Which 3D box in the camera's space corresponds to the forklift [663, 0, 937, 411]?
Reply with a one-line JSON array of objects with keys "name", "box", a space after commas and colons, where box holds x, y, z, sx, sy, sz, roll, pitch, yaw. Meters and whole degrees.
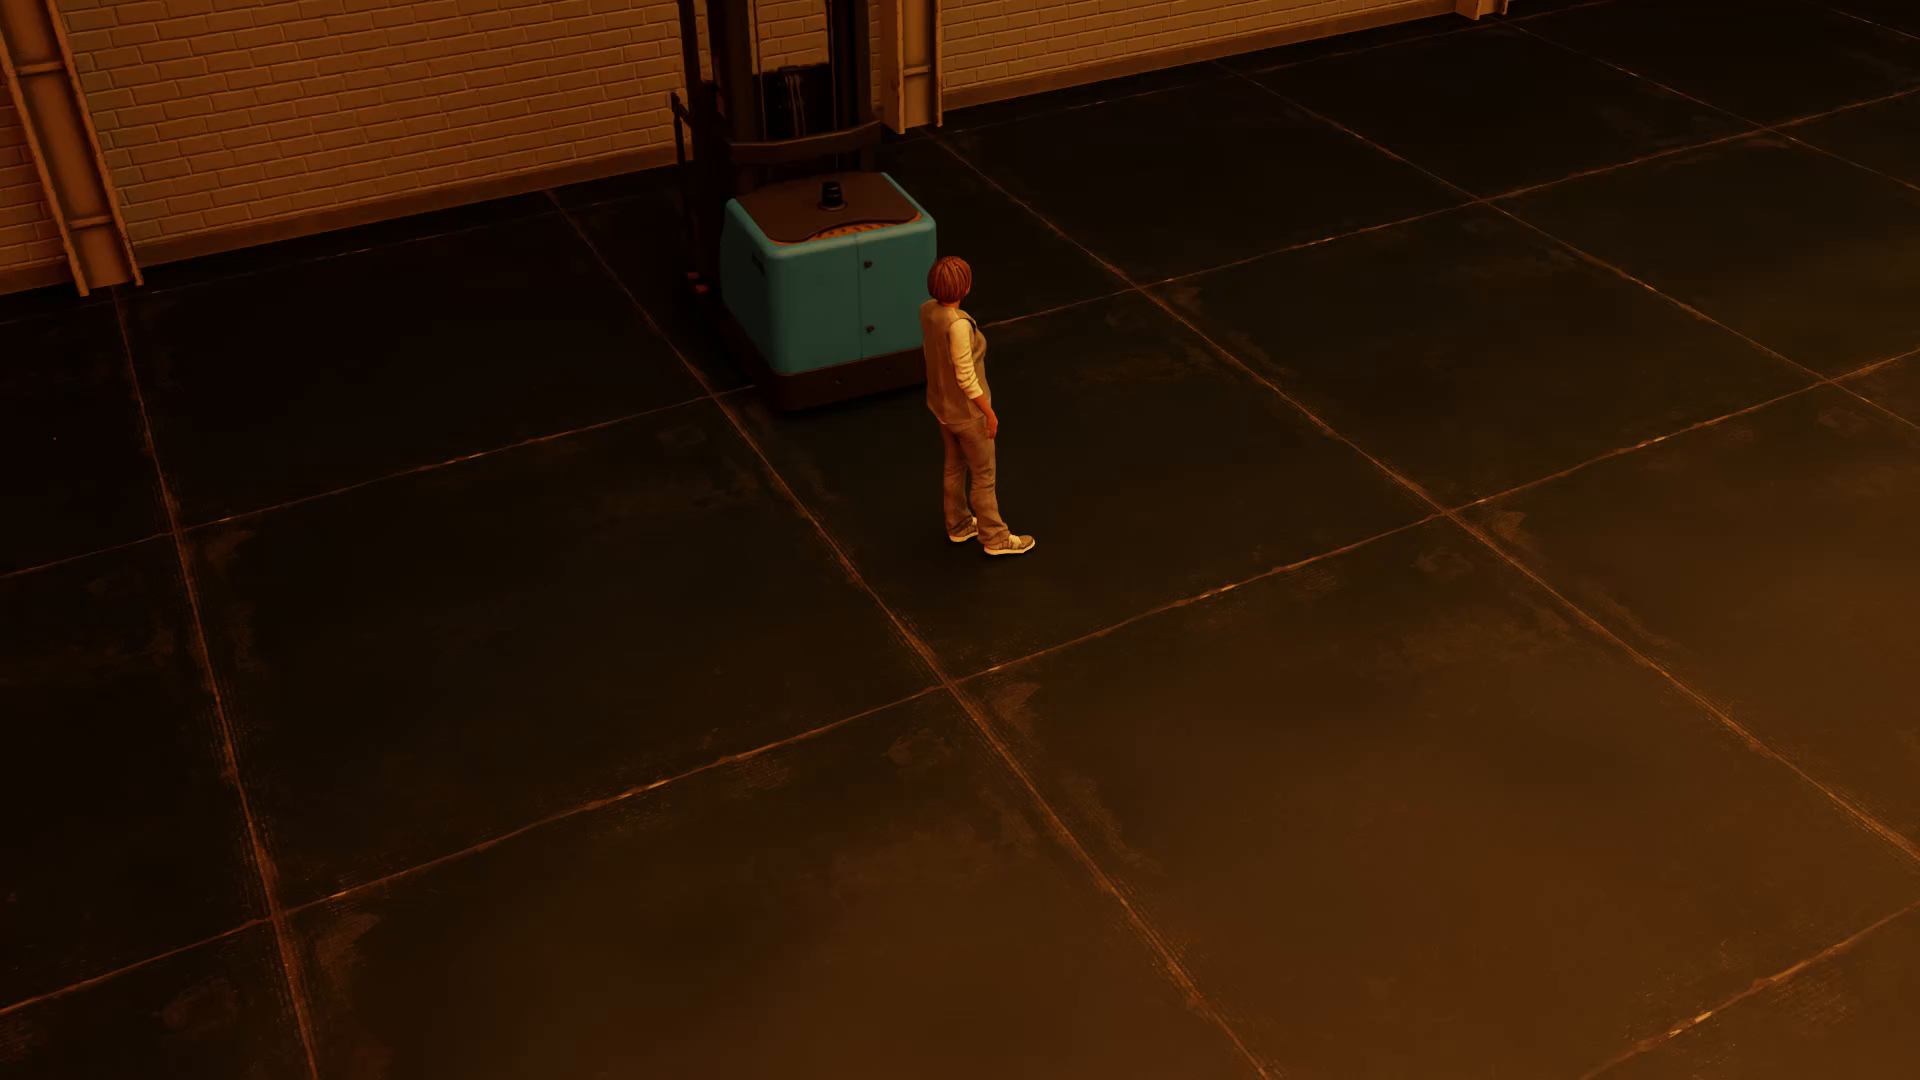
[{"name": "forklift", "box": [-1.179, -2.780, 10.056, 1.130, 2.935, 3.031, -14, 38, -19]}]

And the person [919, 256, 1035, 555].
[{"name": "person", "box": [0.071, -0.671, 8.215, 0.475, 1.596, 0.521, -17, 39, -23]}]
